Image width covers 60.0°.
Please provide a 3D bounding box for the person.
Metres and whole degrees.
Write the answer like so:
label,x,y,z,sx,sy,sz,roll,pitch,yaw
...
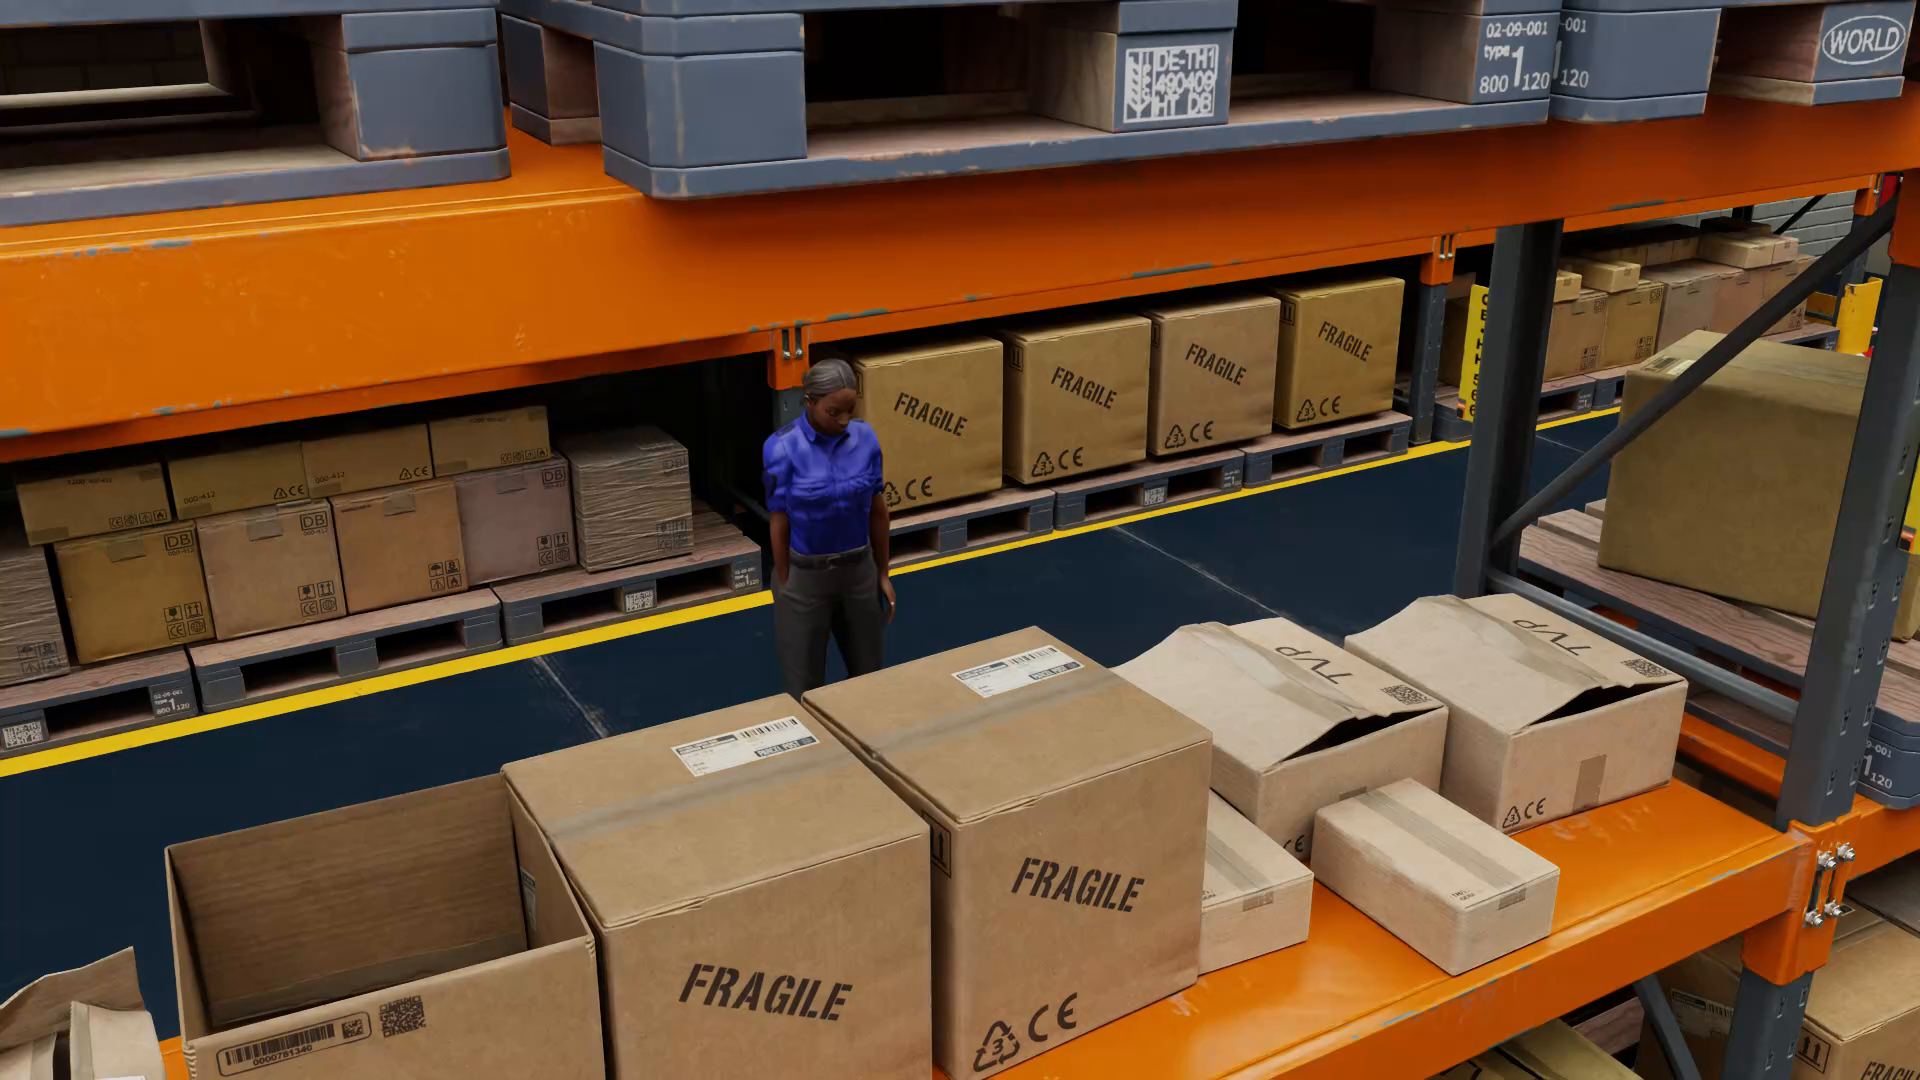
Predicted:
label,x,y,z,sx,sy,sz,roll,pitch,yaw
person,-0.439,0.162,5.725,0.443,1.643,0.314,-12,25,-27
